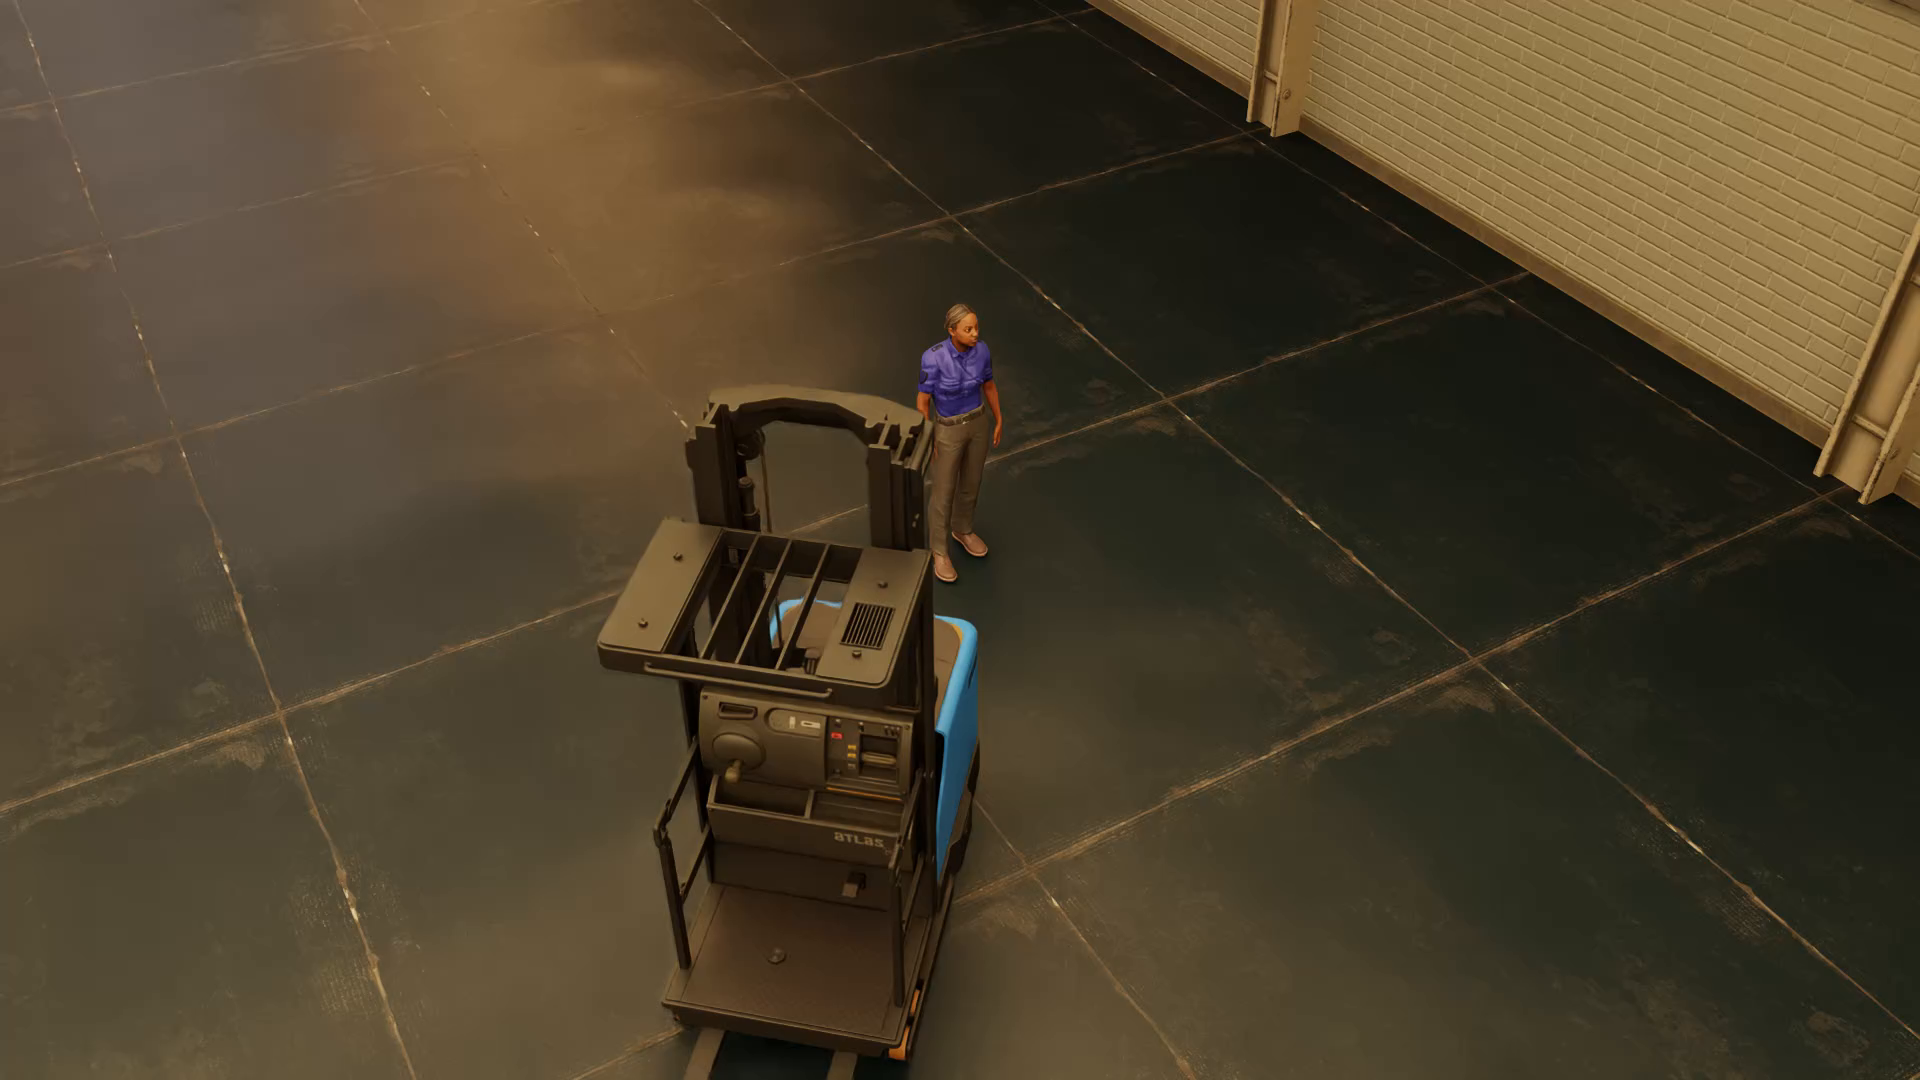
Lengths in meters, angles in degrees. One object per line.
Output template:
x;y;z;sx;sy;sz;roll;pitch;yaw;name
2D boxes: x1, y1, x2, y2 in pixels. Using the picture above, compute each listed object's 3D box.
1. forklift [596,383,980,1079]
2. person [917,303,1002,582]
-0.697;0.953;6.887;1.130;2.935;3.031;7;40;9;forklift
0.027;-0.588;9.734;0.570;1.654;0.504;-20;44;-23;person
